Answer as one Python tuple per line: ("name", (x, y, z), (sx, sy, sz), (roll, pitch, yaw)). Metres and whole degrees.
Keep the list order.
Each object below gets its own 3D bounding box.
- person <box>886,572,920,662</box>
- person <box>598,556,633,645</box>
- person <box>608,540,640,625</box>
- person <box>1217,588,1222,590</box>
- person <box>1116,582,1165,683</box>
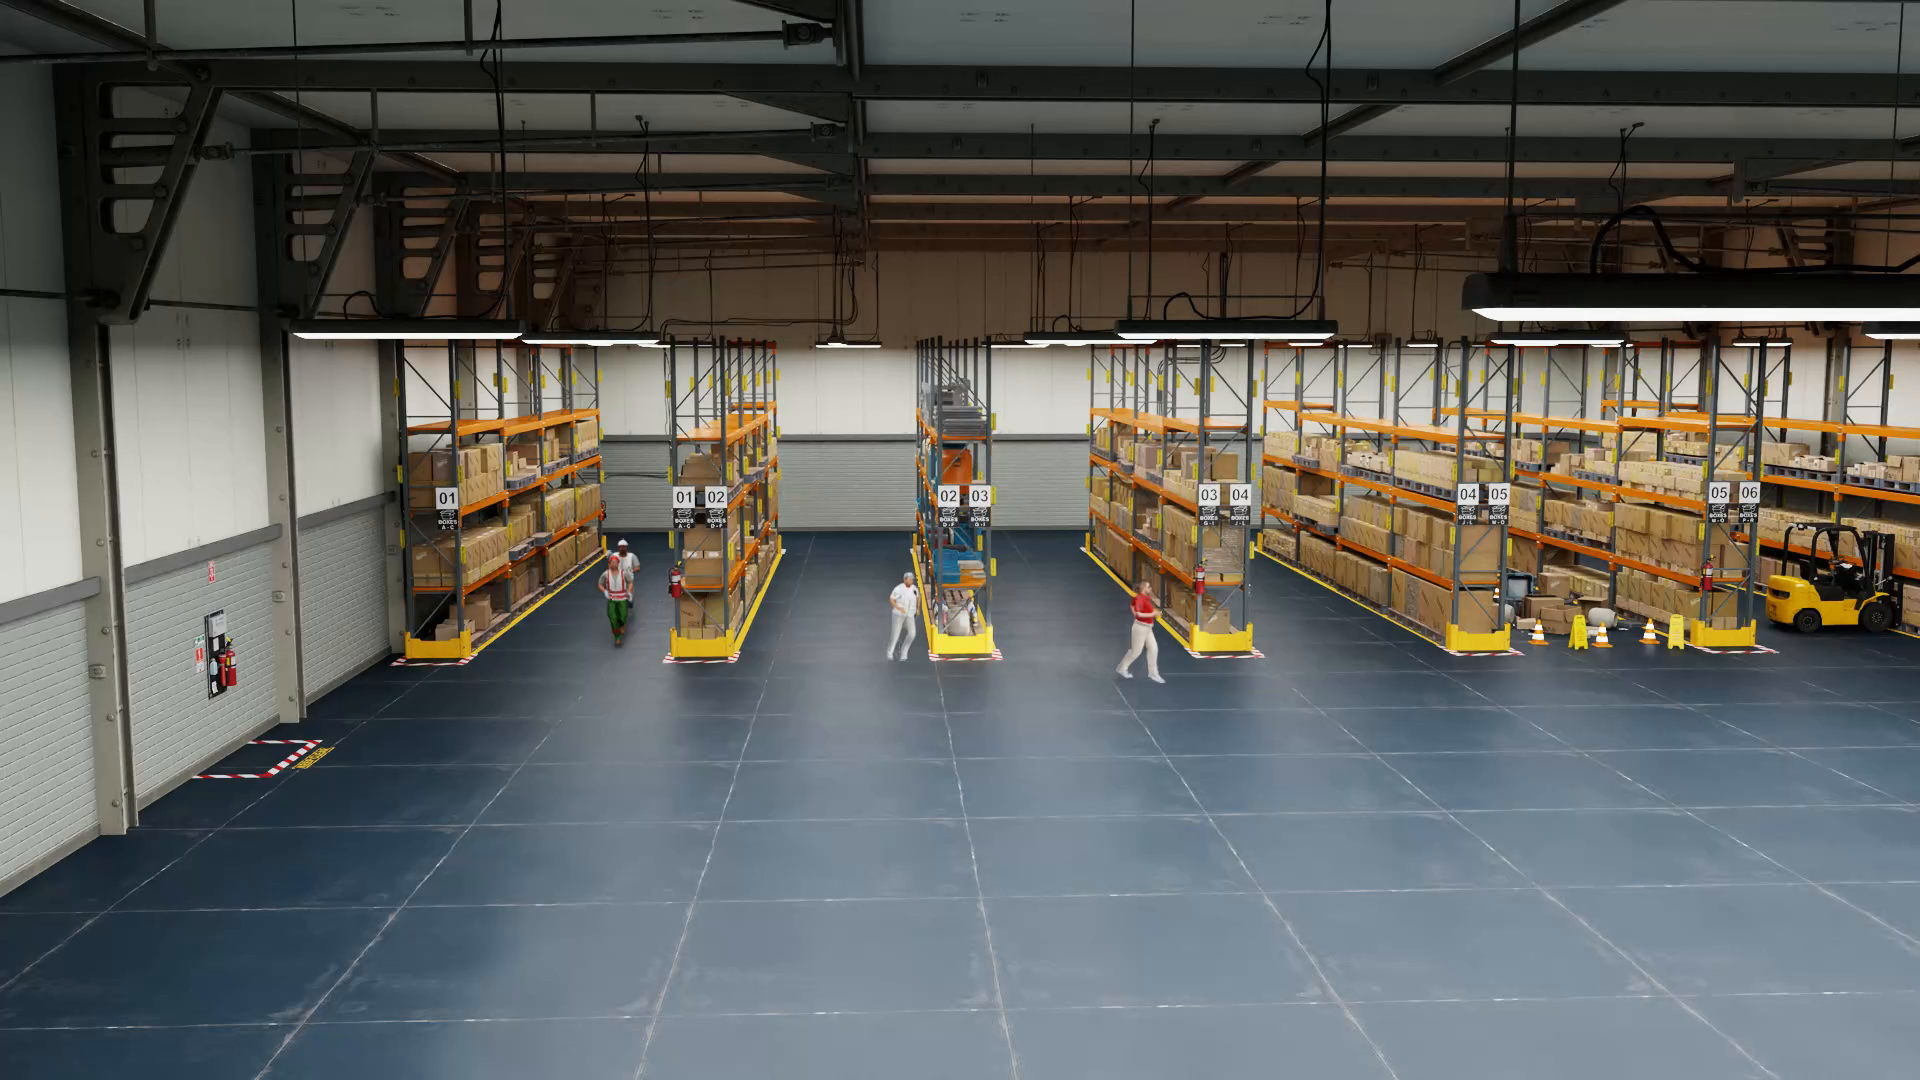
("person", (-1.005, 1.425, 30.833), (0.685, 1.672, 0.623), (-3, 7, -24))
("person", (-6.735, 1.169, 32.518), (0.664, 1.743, 0.633), (-1, 7, -9))
("person", (-7.042, 0.874, 34.860), (0.691, 1.765, 0.918), (-1, 7, -7))
("person", (6.276, 0.284, 40.417), (0.634, 1.782, 1.104), (-1, 7, -7))
("person", (3.123, 1.608, 28.821), (0.859, 1.786, 0.634), (2, 7, 20))
